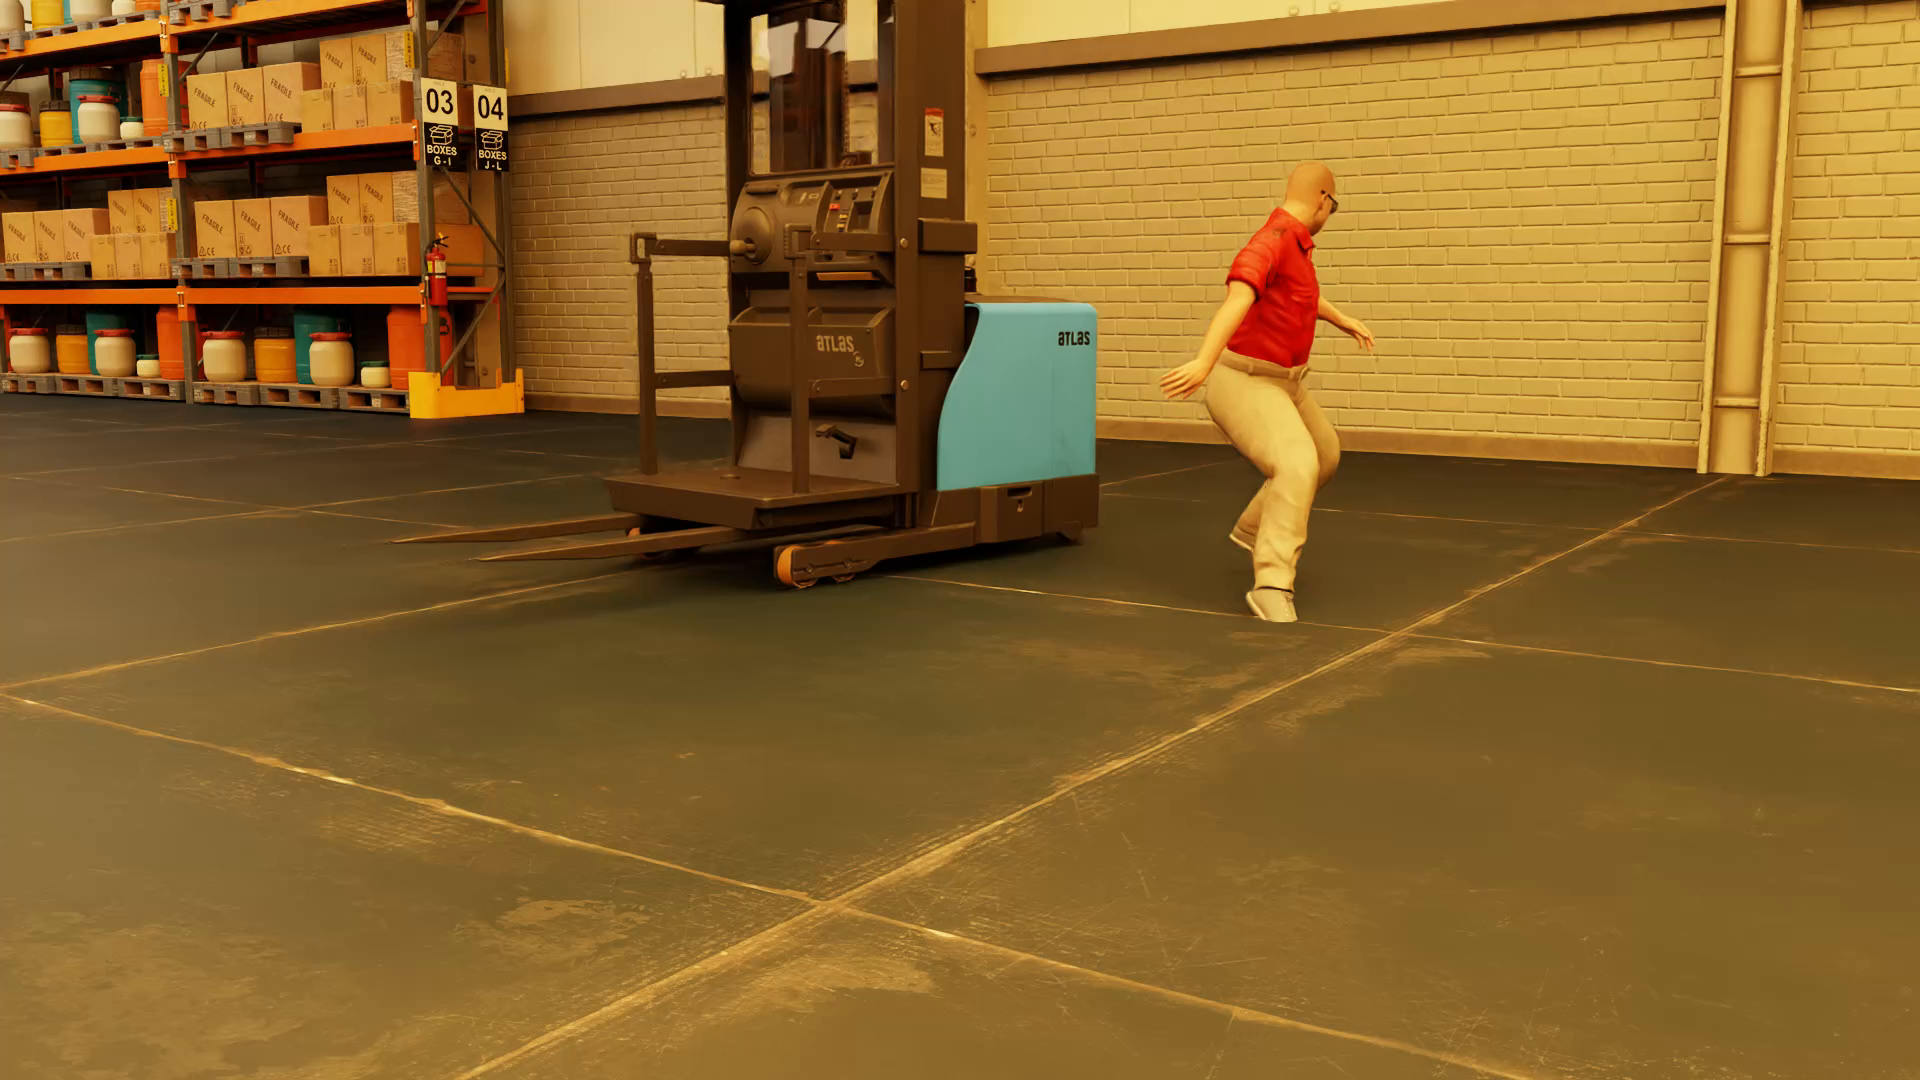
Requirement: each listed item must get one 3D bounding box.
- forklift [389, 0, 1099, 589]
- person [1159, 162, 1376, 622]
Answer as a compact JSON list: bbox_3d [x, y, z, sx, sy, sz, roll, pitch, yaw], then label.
[{"bbox_3d":[-0.766,-1.348,6.669,1.130,2.935,3.031,8,11,44],"label":"forklift"},{"bbox_3d":[1.135,-0.509,6.025,0.547,1.687,1.151,4,9,24],"label":"person"}]
